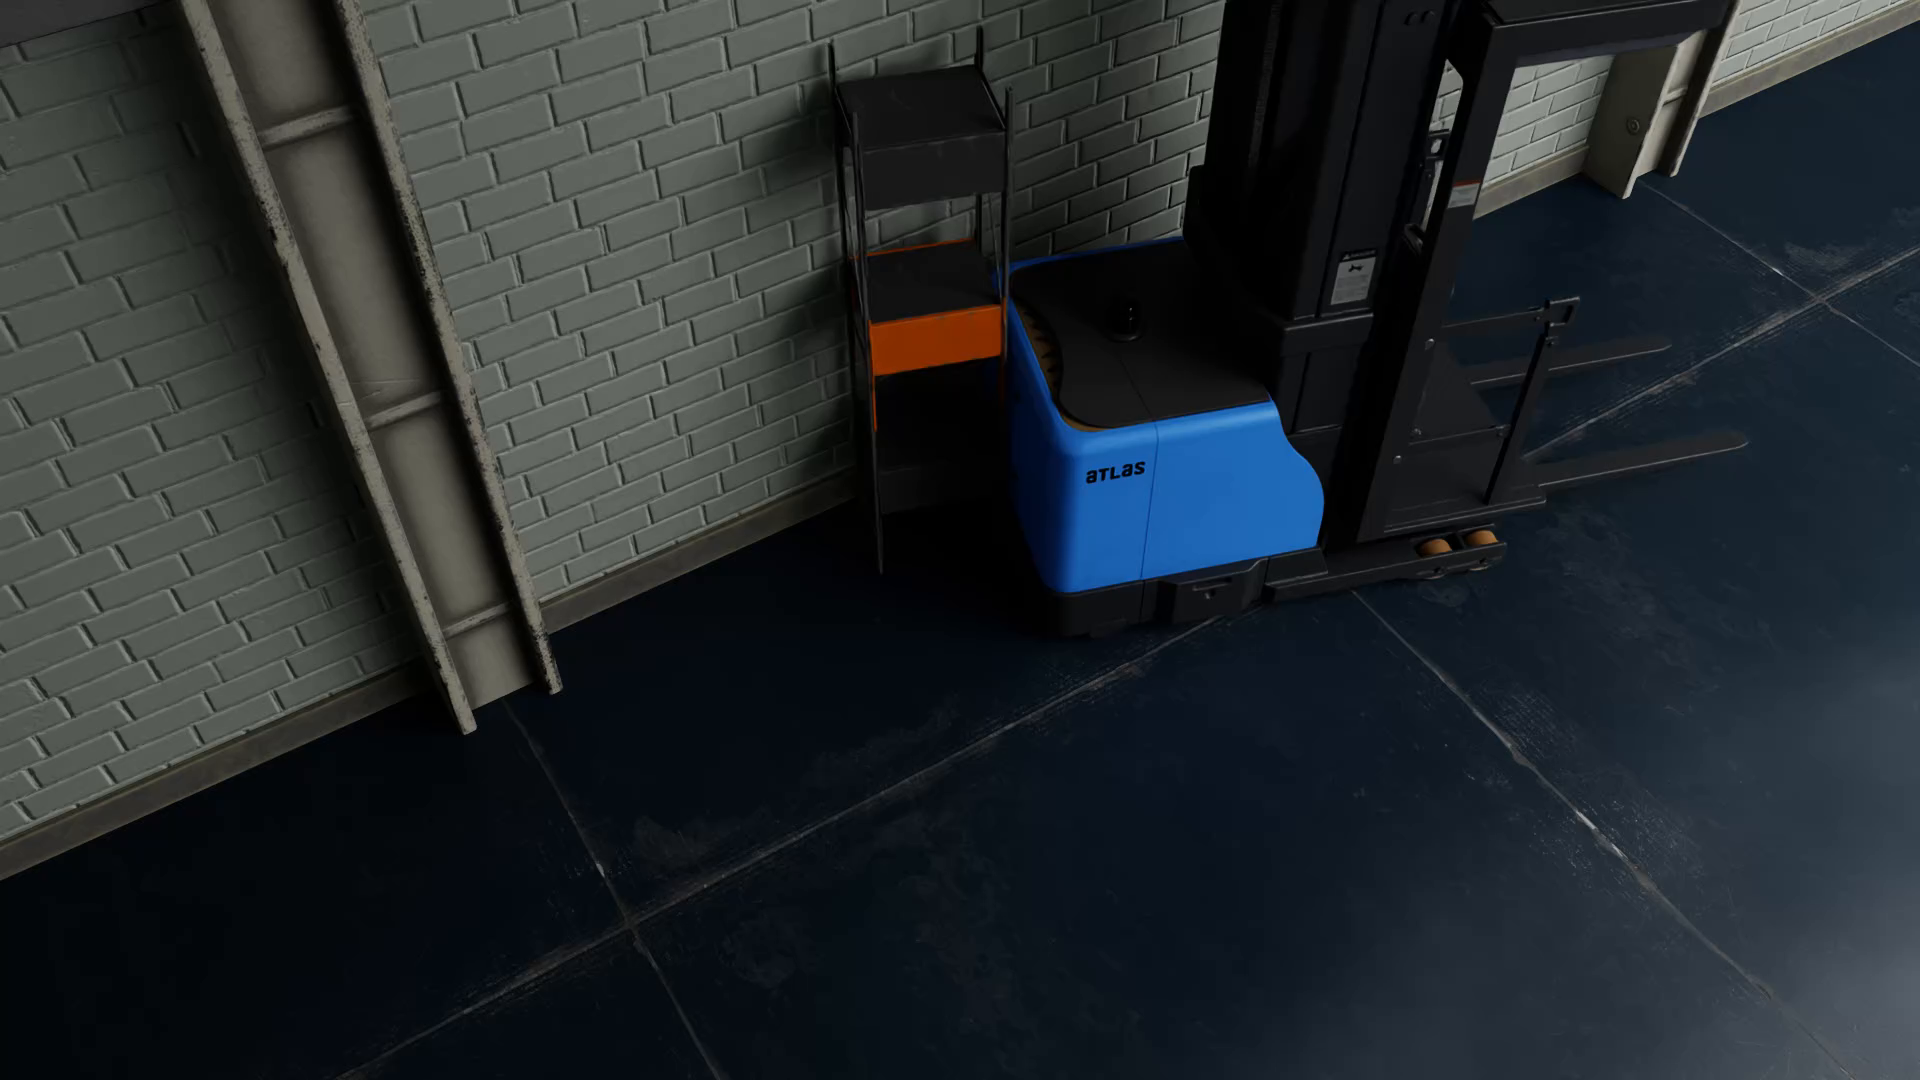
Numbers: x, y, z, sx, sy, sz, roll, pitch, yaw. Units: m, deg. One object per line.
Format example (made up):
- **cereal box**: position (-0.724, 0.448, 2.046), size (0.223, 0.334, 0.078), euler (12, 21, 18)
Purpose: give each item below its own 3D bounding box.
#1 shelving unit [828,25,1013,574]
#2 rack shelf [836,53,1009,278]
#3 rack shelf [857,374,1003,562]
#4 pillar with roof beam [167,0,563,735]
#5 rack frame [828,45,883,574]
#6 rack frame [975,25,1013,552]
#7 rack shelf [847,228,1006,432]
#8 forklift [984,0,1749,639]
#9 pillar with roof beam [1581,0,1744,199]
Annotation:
- **shelving unit**: position (-0.125, -0.763, 5.964), size (0.503, 2.100, 0.431), euler (-10, 48, -9)
- **rack shelf**: position (-0.127, -1.228, 5.459), size (0.480, 0.518, 0.431), euler (-10, 48, -9)
- **rack shelf**: position (-0.122, -0.280, 6.489), size (0.480, 0.518, 0.431), euler (-10, 48, -9)
- **pillar with roof beam**: position (0.570, 0.263, 0.435), size (0.400, 9.000, 9.100), euler (-25, 53, -21)
- **rack frame**: position (-0.362, -0.720, 5.925), size (0.015, 2.100, 0.400), euler (-10, 48, -9)
- **rack frame**: position (0.112, -0.807, 6.003), size (0.015, 2.100, 0.400), euler (-10, 48, -9)
- **rack shelf**: position (-0.125, -0.754, 5.974), size (0.480, 0.518, 0.431), euler (-10, 48, -9)
- **forklift**: position (1.656, -1.194, 5.796), size (3.031, 2.935, 1.130), euler (-10, 49, -9)
- **pillar with roof beam**: position (5.644, -2.128, 2.564), size (0.400, 9.000, 9.100), euler (-25, 53, -21)
